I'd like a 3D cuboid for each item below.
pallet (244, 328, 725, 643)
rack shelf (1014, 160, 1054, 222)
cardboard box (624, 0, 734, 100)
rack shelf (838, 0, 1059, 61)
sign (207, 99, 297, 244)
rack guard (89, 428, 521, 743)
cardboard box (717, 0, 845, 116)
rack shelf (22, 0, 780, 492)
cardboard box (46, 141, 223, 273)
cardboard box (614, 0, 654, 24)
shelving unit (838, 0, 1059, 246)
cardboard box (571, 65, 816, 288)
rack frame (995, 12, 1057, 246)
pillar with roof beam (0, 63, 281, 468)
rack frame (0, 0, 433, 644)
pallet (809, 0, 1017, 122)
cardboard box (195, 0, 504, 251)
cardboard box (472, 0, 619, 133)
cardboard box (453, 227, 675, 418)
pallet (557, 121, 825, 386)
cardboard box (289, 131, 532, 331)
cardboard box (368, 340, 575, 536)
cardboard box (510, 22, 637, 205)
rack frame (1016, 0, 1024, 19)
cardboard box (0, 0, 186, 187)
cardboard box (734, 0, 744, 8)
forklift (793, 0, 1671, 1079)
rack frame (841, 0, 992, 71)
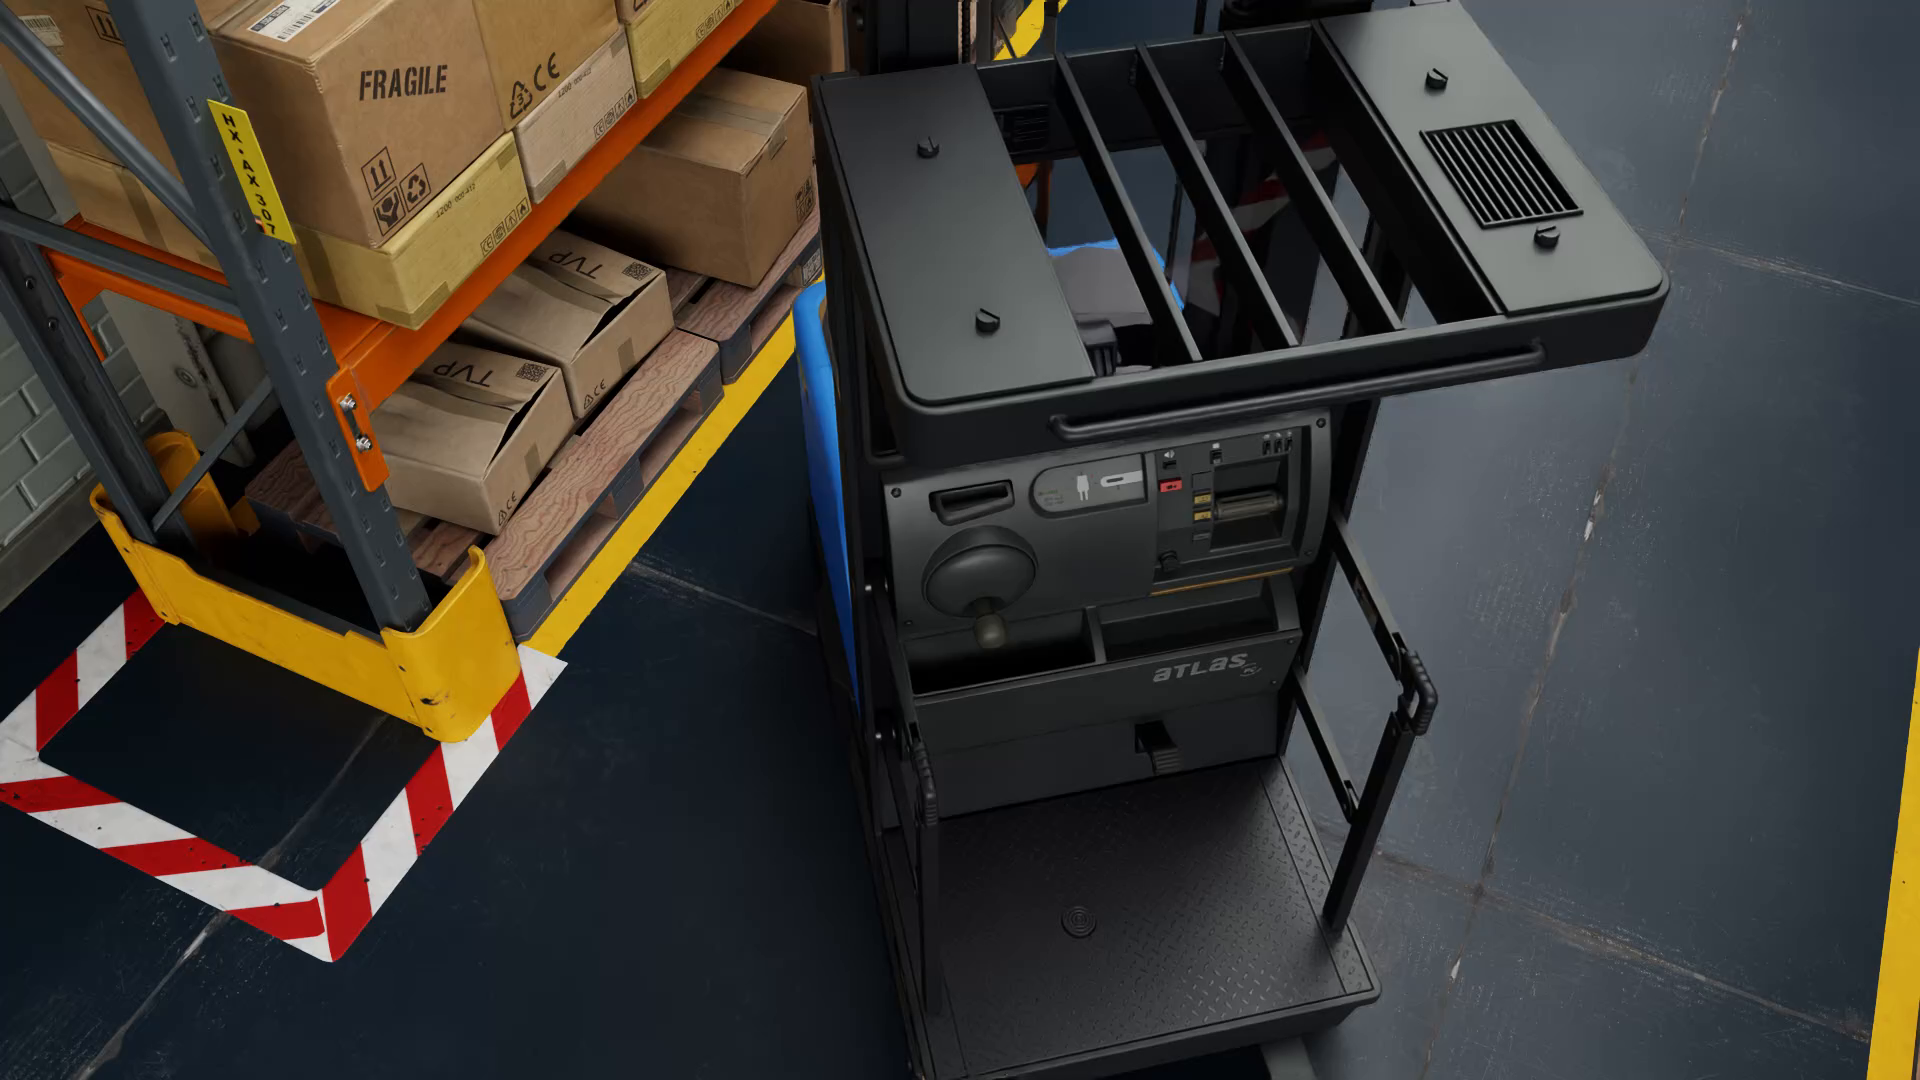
[{"bbox_3d":[-1.500,-0.327,5.390,1.003,0.211,1.213,20,52,16],"label":"pallet"},{"bbox_3d":[-0.016,-1.031,4.767,0.431,0.518,0.480,18,52,15],"label":"rack shelf"},{"bbox_3d":[-0.984,-1.532,4.670,0.500,0.250,0.500,19,52,16],"label":"cardboard box"},{"bbox_3d":[-0.016,-1.485,4.234,0.431,0.518,0.480,18,52,15],"label":"rack shelf"},{"bbox_3d":[-1.421,-0.735,3.337,0.100,0.325,0.005,20,52,16],"label":"sign"},{"bbox_3d":[-1.879,0.127,4.814,1.175,0.500,0.348,20,52,16],"label":"rack guard"},{"bbox_3d":[-0.610,-1.990,6.326,0.500,0.500,0.500,16,52,13],"label":"cardboard box"},{"bbox_3d":[-1.057,-1.775,5.263,1.077,0.370,4.000,20,52,16],"label":"rack shelf"},{"bbox_3d":[-1.887,-0.973,4.194,0.500,0.250,0.500,20,53,17],"label":"cardboard box"},{"bbox_3d":[-0.989,-1.753,4.365,0.500,0.500,0.500,18,52,15],"label":"cardboard box"},{"bbox_3d":[-0.016,-1.040,4.756,0.431,2.100,0.503,18,52,15],"label":"shelving unit"},{"bbox_3d":[-0.932,-1.292,5.732,0.700,0.500,0.500,17,52,14],"label":"cardboard box"},{"bbox_3d":[0.079,-1.211,4.902,0.400,2.100,0.015,18,52,15],"label":"rack frame"},{"bbox_3d":[1.498,-1.937,0.990,9.100,9.000,0.400,20,52,16],"label":"pillar with roof beam"},{"bbox_3d":[-1.912,-0.631,3.817,1.000,3.000,0.127,20,52,16],"label":"rack frame"},{"bbox_3d":[-0.458,-2.007,6.819,1.003,0.211,1.213,20,52,16],"label":"pallet"},{"bbox_3d":[-1.436,-1.062,3.777,0.500,0.500,0.500,20,52,16],"label":"cardboard box"},{"bbox_3d":[-1.216,-1.400,4.064,0.500,0.500,0.500,20,52,16],"label":"cardboard box"},{"bbox_3d":[-1.291,-0.742,5.388,0.500,0.311,0.500,24,54,19],"label":"cardboard box"},{"bbox_3d":[-0.978,-1.164,6.102,1.003,0.211,1.213,20,52,16],"label":"pallet"},{"bbox_3d":[-1.416,-0.821,4.065,0.500,0.250,0.500,18,52,15],"label":"cardboard box"},{"bbox_3d":[-1.535,-0.349,5.054,0.500,0.311,0.500,14,51,12],"label":"cardboard box"},{"bbox_3d":[-1.207,-1.183,4.373,0.500,0.250,0.500,18,52,15],"label":"cardboard box"},{"bbox_3d":[-0.203,-3.385,6.161,1.000,3.000,0.127,20,52,16],"label":"rack frame"},{"bbox_3d":[-1.902,-1.225,3.916,0.500,0.500,0.500,19,52,16],"label":"cardboard box"},{"bbox_3d":[-0.766,-1.880,4.965,0.500,0.250,0.500,20,53,16],"label":"cardboard box"},{"bbox_3d":[0.358,0.078,3.259,1.130,2.935,3.031,-10,50,-8],"label":"forklift"},{"bbox_3d":[-0.110,-0.869,4.610,0.400,2.100,0.015,18,52,15],"label":"rack frame"}]
